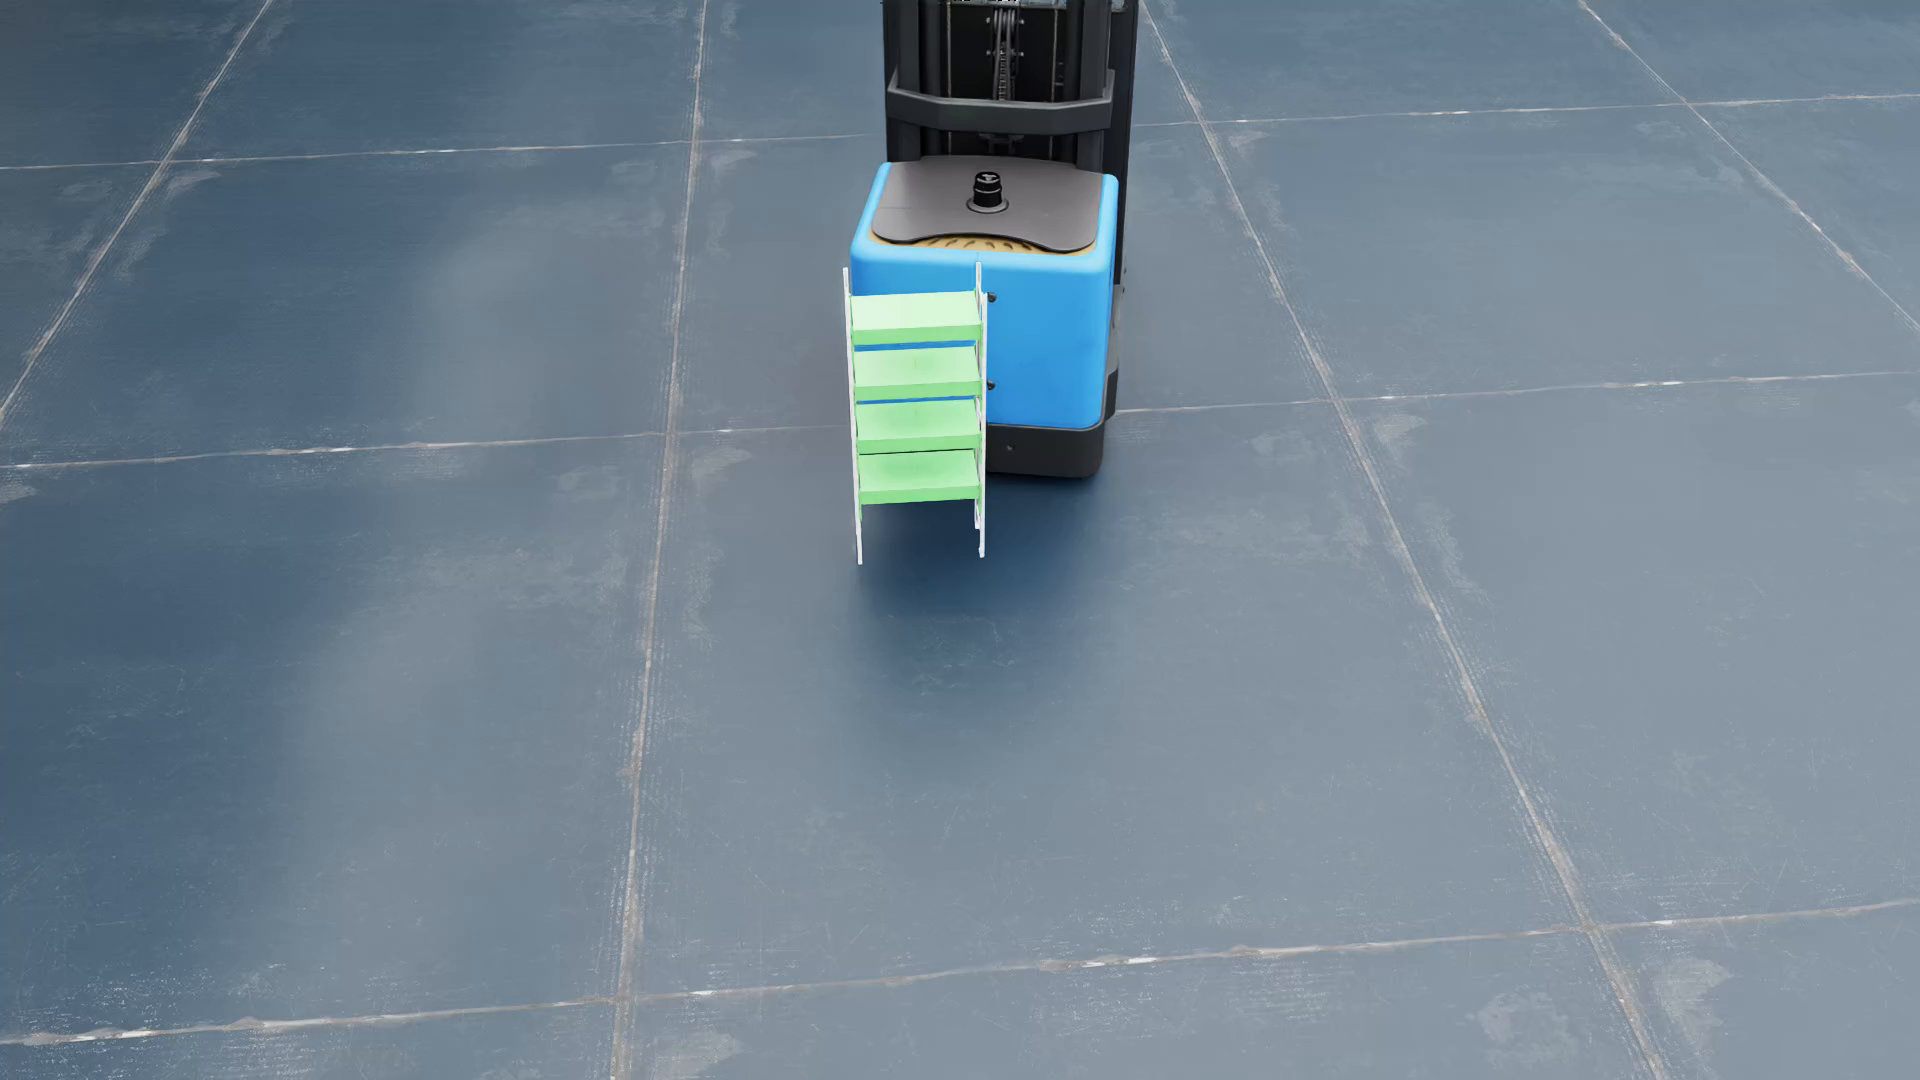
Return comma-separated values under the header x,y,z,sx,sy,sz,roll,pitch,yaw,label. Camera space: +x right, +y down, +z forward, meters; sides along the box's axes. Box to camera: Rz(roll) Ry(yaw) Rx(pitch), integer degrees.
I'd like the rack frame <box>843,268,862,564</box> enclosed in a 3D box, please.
x,y,z,sx,sy,sz,roll,pitch,yaw,label
-0.408,-0.449,6.350,0.015,1.200,0.240,-3,38,-4,rack frame

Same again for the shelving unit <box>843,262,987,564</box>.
x,y,z,sx,sy,sz,roll,pitch,yaw,label
-0.165,-0.462,6.367,0.503,1.200,0.258,-3,38,-4,shelving unit

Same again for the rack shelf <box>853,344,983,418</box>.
x,y,z,sx,sy,sz,roll,pitch,yaw,label
-0.165,-0.600,6.258,0.480,0.148,0.258,-3,38,-4,rack shelf

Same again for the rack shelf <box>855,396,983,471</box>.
x,y,z,sx,sy,sz,roll,pitch,yaw,label
-0.165,-0.412,6.406,0.480,0.148,0.258,-3,38,-4,rack shelf

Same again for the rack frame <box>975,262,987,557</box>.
x,y,z,sx,sy,sz,roll,pitch,yaw,label
0.078,-0.475,6.384,0.015,1.200,0.240,-3,38,-4,rack frame

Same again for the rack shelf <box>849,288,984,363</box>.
x,y,z,sx,sy,sz,roll,pitch,yaw,label
-0.165,-0.789,6.109,0.480,0.148,0.258,-3,38,-4,rack shelf

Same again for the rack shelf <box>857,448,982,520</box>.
x,y,z,sx,sy,sz,roll,pitch,yaw,label
-0.165,-0.223,6.555,0.480,0.148,0.258,-3,38,-4,rack shelf

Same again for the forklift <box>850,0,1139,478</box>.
x,y,z,sx,sy,sz,roll,pitch,yaw,label
0.244,-2.316,7.319,1.130,2.935,3.031,4,38,5,forklift
